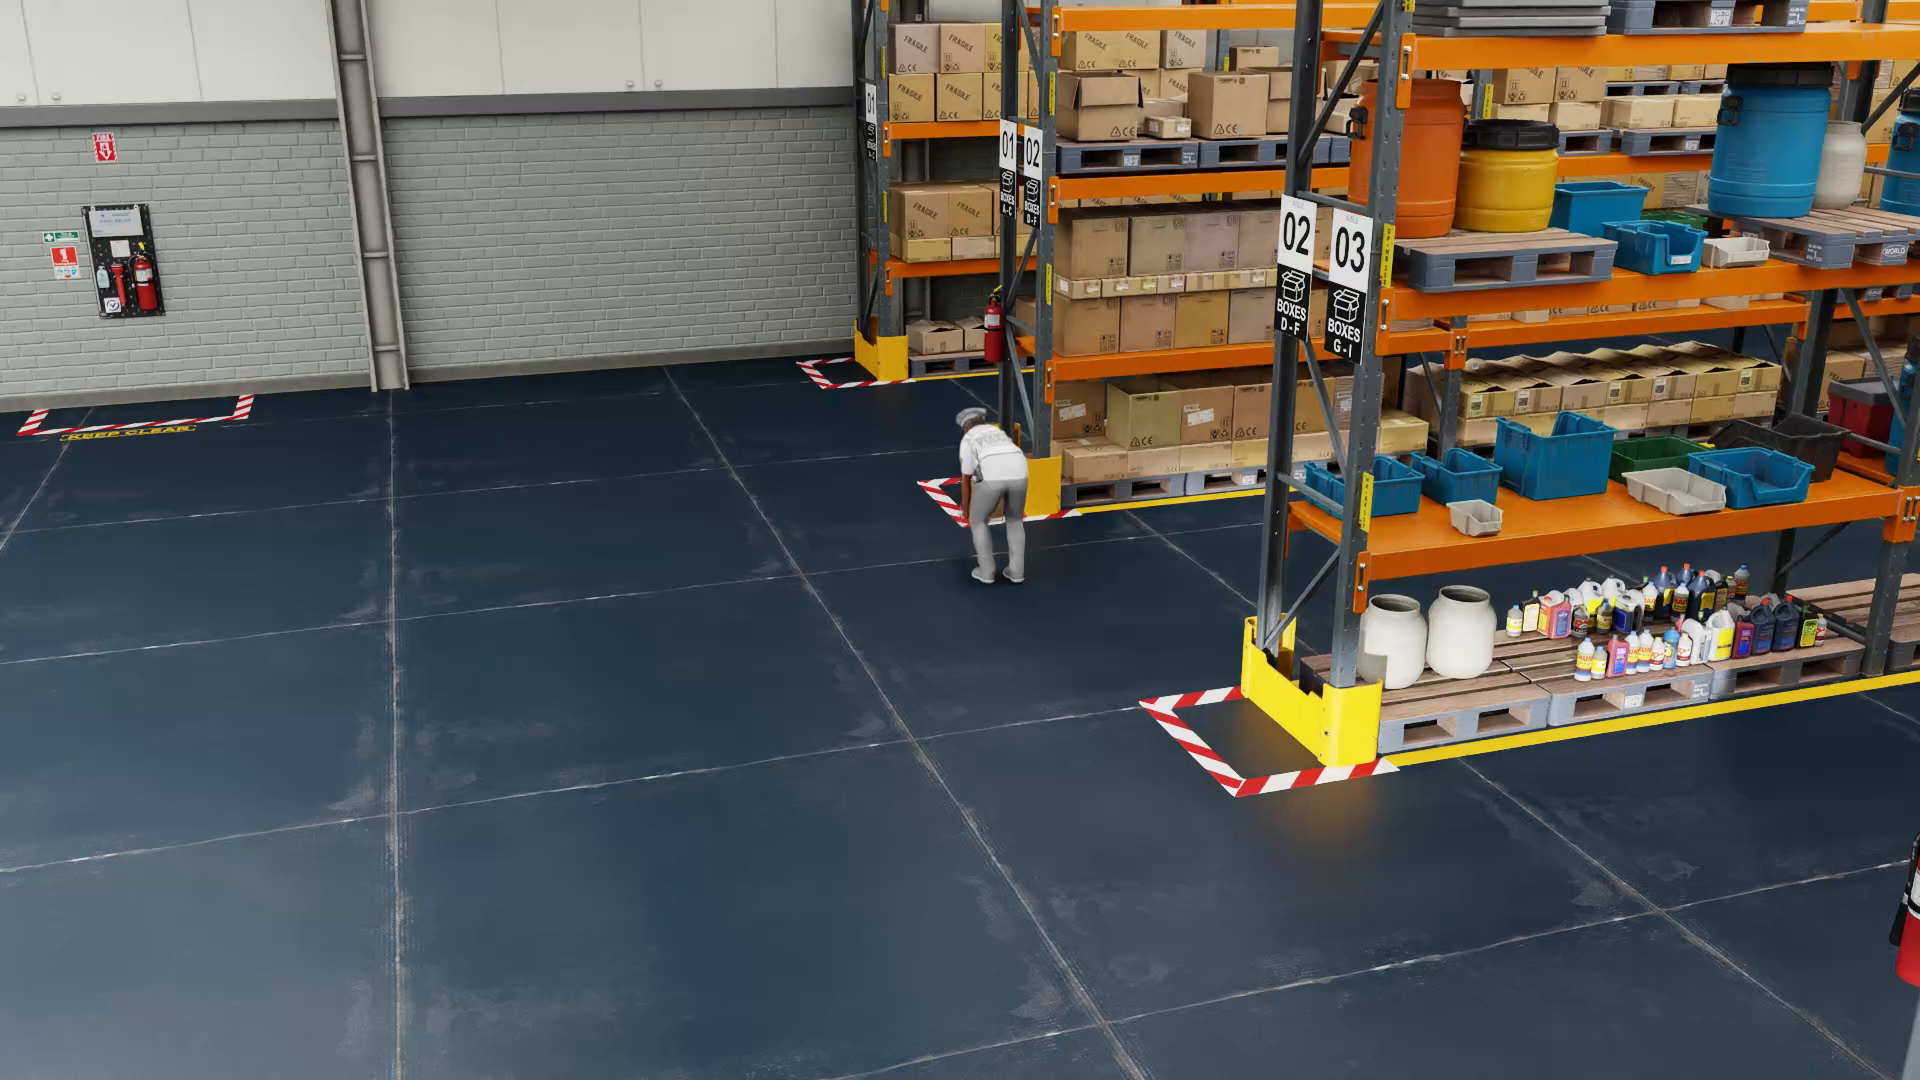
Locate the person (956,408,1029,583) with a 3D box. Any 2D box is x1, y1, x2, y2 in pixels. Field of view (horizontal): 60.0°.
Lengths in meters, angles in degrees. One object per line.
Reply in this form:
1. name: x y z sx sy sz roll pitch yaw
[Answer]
1. person: 0.219 -0.343 12.695 0.417 1.238 0.920 -7 20 -19
